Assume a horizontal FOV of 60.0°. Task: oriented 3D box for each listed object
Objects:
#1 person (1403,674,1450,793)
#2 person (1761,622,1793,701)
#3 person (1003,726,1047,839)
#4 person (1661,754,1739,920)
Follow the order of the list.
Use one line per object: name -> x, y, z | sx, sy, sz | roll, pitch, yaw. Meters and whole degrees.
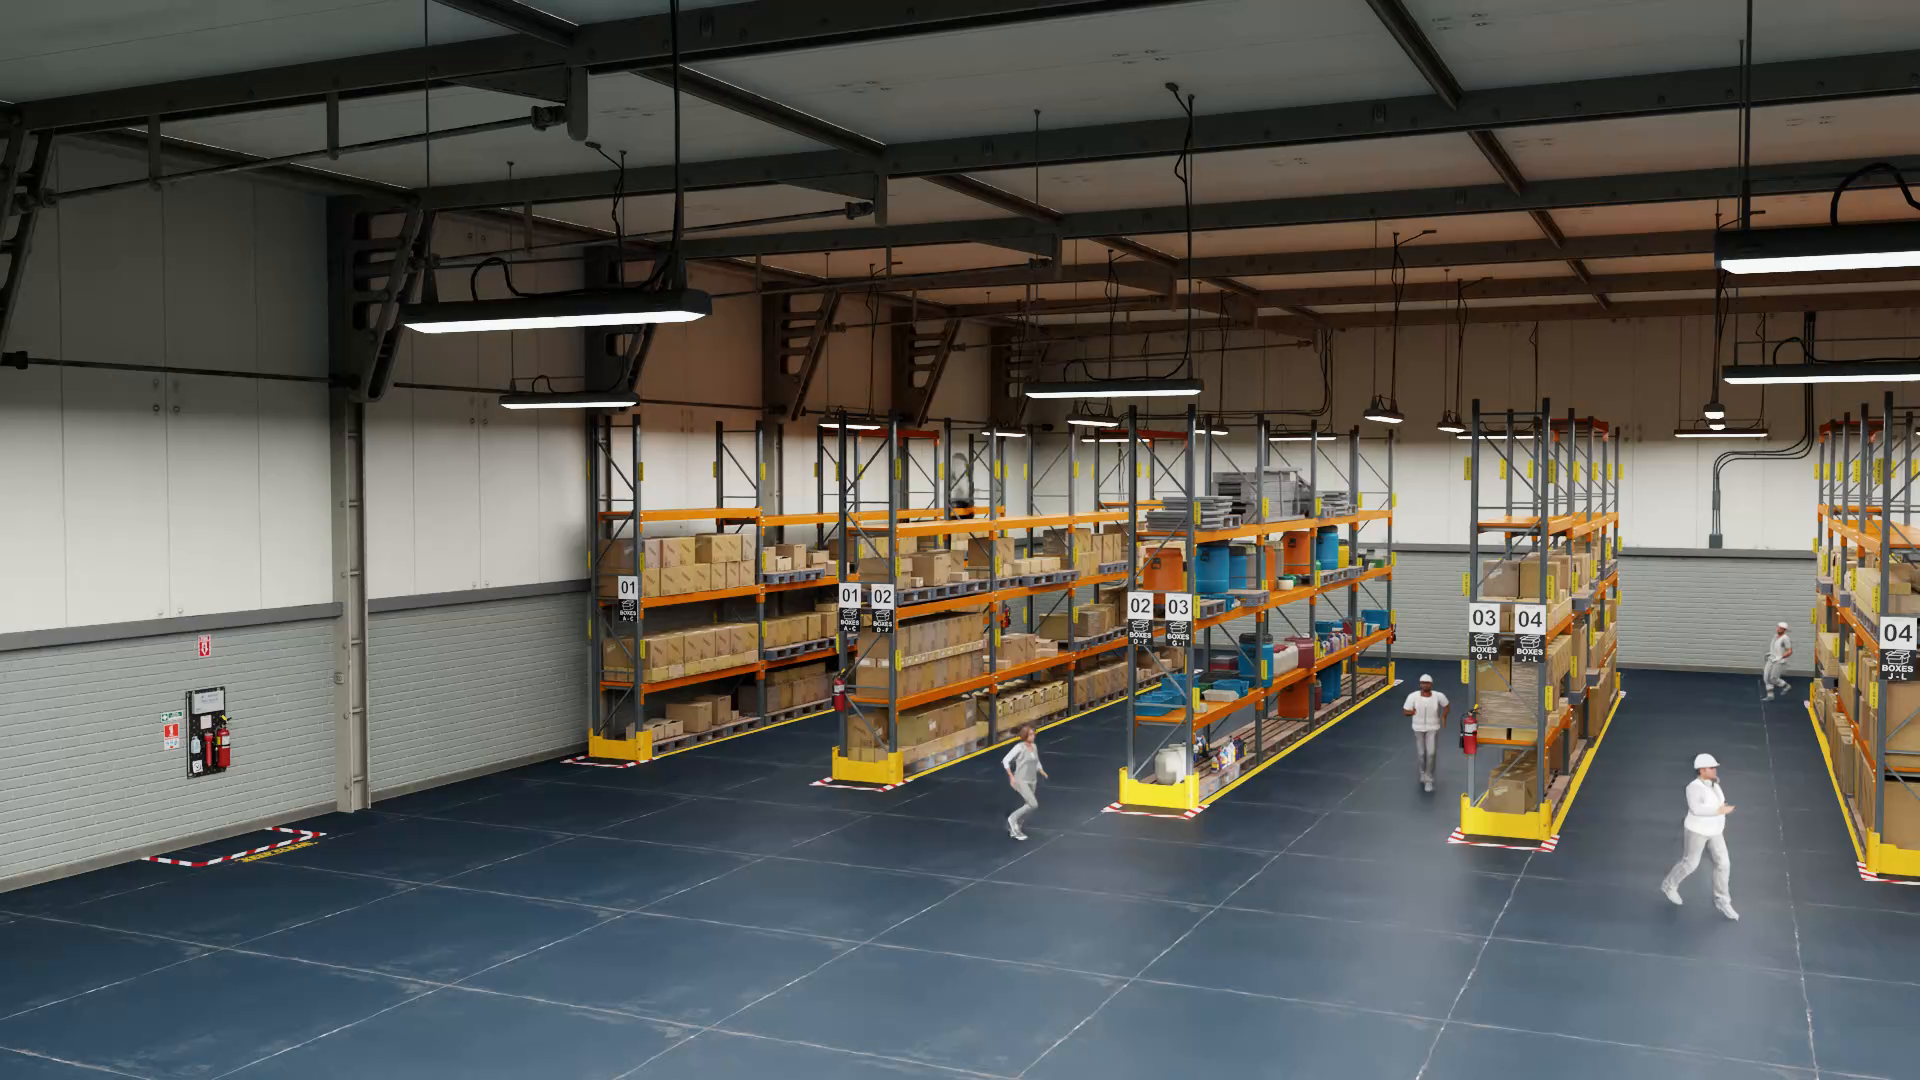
person -> 7.357, 3.028, 26.283 | 0.682, 1.821, 0.766 | 1, 3, 23
person -> 17.849, 2.651, 36.180 | 0.677, 1.748, 0.710 | 0, 2, -10
person -> 0.905, 3.292, 22.486 | 0.627, 1.554, 0.515 | 2, 3, 43
person -> 8.402, 3.318, 18.853 | 0.635, 1.807, 0.899 | -1, 3, -31
